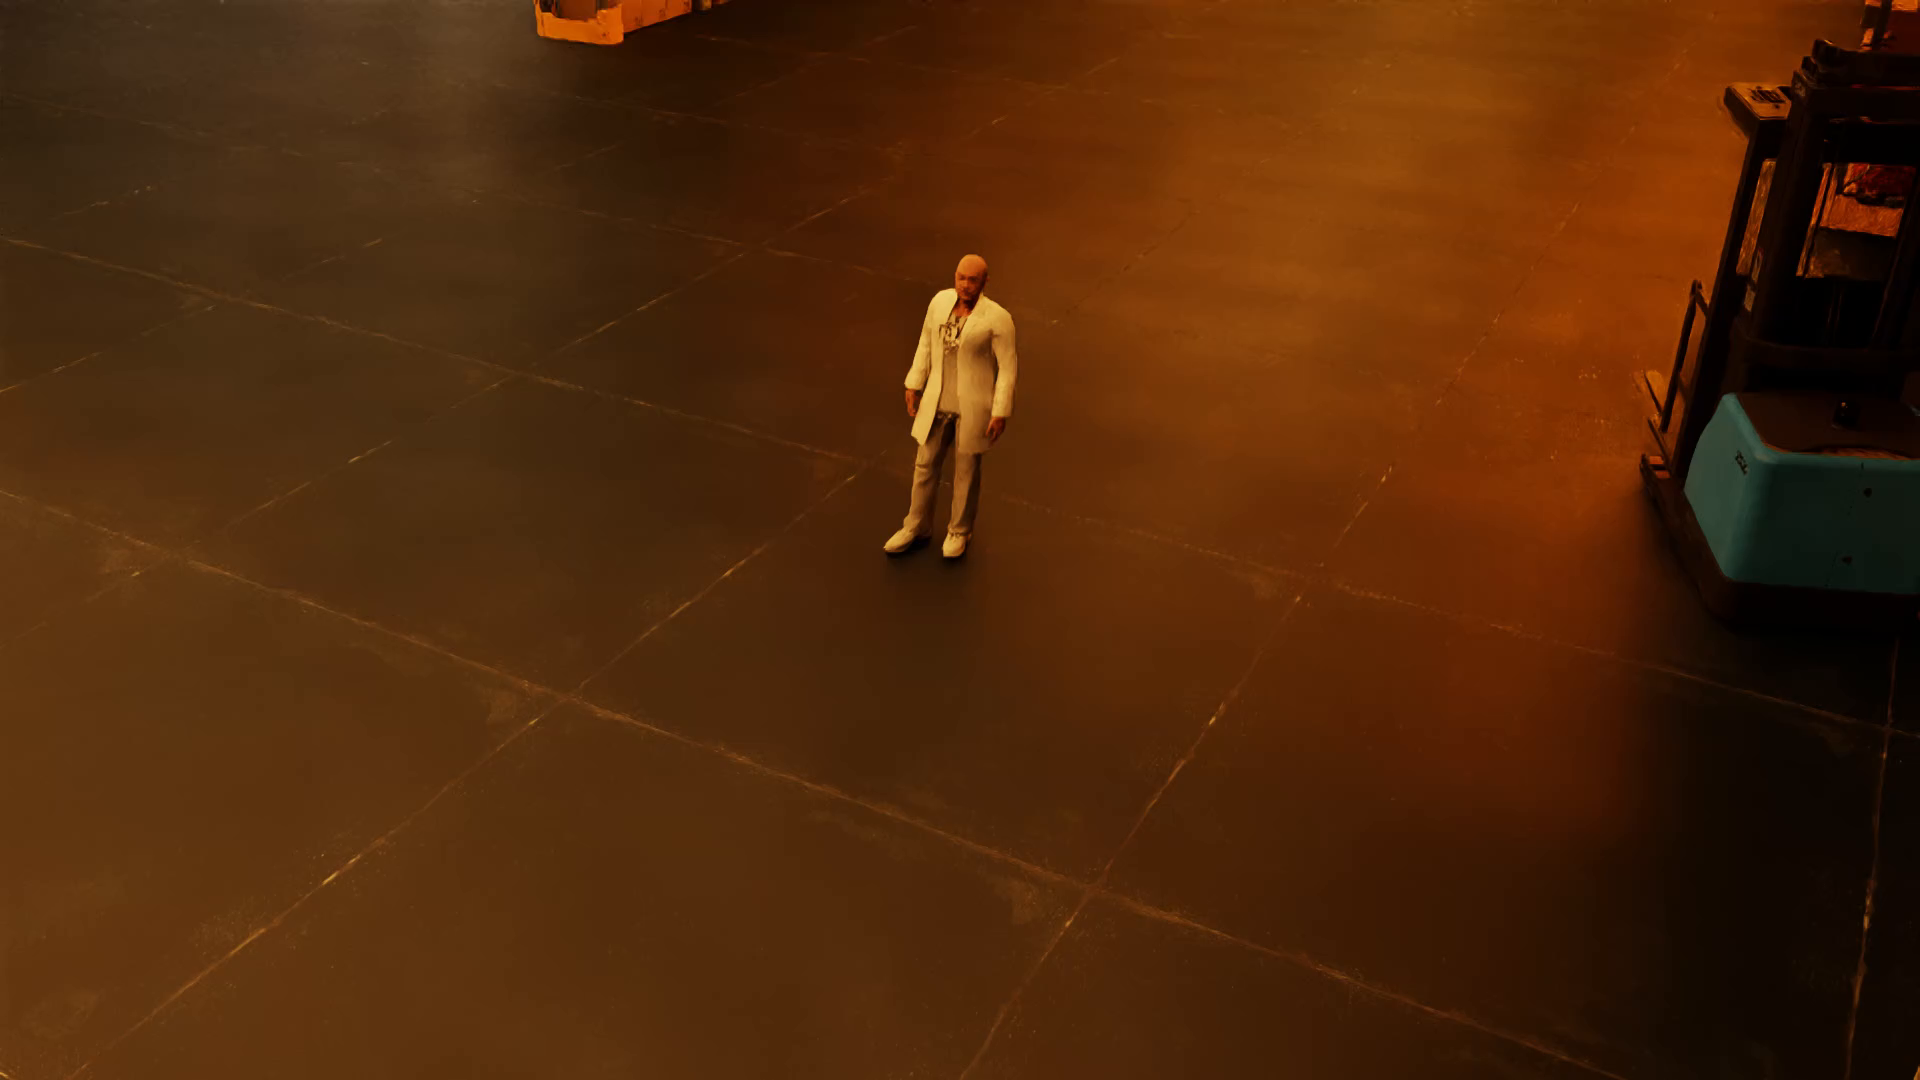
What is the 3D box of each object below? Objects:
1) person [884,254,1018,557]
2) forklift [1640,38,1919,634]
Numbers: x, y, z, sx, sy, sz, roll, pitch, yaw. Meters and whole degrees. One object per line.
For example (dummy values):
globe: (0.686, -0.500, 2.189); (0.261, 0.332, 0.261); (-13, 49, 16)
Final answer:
person: (-0.048, -0.737, 9.488); (0.694, 1.776, 0.579); (15, 33, 25)
forklift: (4.881, -1.481, 9.637); (1.130, 2.935, 3.031); (4, 30, 8)
